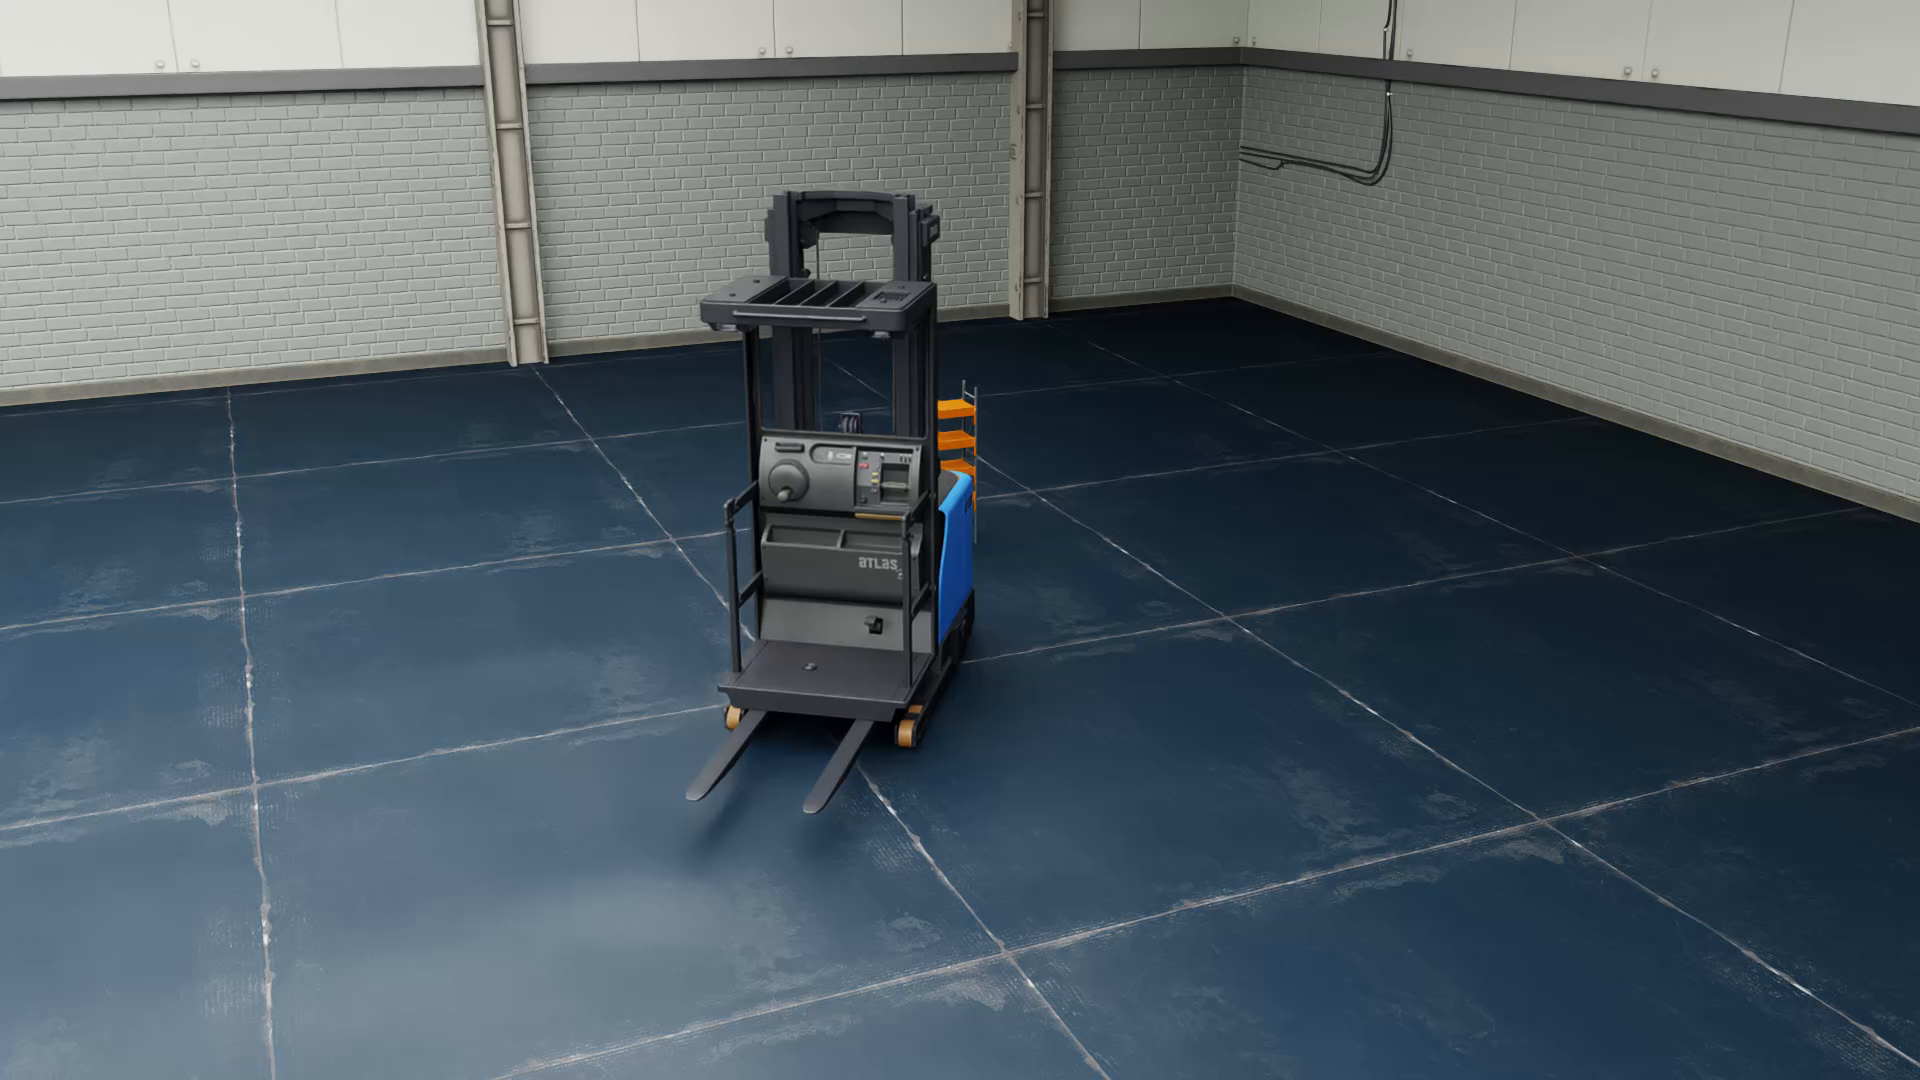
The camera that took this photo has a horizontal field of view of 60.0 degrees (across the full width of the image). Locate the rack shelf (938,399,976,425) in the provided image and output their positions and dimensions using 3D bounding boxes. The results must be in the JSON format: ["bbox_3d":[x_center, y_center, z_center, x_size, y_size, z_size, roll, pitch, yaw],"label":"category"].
[{"bbox_3d":[-0.152,-0.915,12.130,0.480,0.148,0.258,-8,21,-22],"label":"rack shelf"}]

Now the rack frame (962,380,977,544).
[{"bbox_3d":[0.072,-0.576,12.352,0.015,1.200,0.240,-8,21,-22],"label":"rack frame"}]

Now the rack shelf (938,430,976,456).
[{"bbox_3d":[-0.152,-0.692,12.209,0.480,0.148,0.258,-8,21,-22],"label":"rack shelf"}]

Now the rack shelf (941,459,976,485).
[{"bbox_3d":[-0.152,-0.481,12.283,0.480,0.148,0.258,-8,21,-22],"label":"rack shelf"}]

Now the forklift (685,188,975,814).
[{"bbox_3d":[-0.715,-0.359,9.128,1.130,2.935,3.031,4,20,11],"label":"forklift"}]

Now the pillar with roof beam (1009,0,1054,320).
[{"bbox_3d":[2.539,-5.653,15.027,0.400,9.000,9.100,-8,21,-22],"label":"pillar with roof beam"}]

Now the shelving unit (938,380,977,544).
[{"bbox_3d":[-0.152,-0.544,12.261,0.503,1.200,0.258,-8,21,-22],"label":"shelving unit"}]

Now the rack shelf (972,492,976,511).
[{"bbox_3d":[-0.152,-0.293,12.349,0.480,0.148,0.258,-8,21,-22],"label":"rack shelf"}]

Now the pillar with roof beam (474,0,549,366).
[{"bbox_3d":[-2.970,-4.864,12.785,0.400,9.000,9.100,-8,21,-22],"label":"pillar with roof beam"}]

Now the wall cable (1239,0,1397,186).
[{"bbox_3d":[4.063,-5.485,19.227,0.112,2.526,3.097,-8,21,-22],"label":"wall cable"}]
